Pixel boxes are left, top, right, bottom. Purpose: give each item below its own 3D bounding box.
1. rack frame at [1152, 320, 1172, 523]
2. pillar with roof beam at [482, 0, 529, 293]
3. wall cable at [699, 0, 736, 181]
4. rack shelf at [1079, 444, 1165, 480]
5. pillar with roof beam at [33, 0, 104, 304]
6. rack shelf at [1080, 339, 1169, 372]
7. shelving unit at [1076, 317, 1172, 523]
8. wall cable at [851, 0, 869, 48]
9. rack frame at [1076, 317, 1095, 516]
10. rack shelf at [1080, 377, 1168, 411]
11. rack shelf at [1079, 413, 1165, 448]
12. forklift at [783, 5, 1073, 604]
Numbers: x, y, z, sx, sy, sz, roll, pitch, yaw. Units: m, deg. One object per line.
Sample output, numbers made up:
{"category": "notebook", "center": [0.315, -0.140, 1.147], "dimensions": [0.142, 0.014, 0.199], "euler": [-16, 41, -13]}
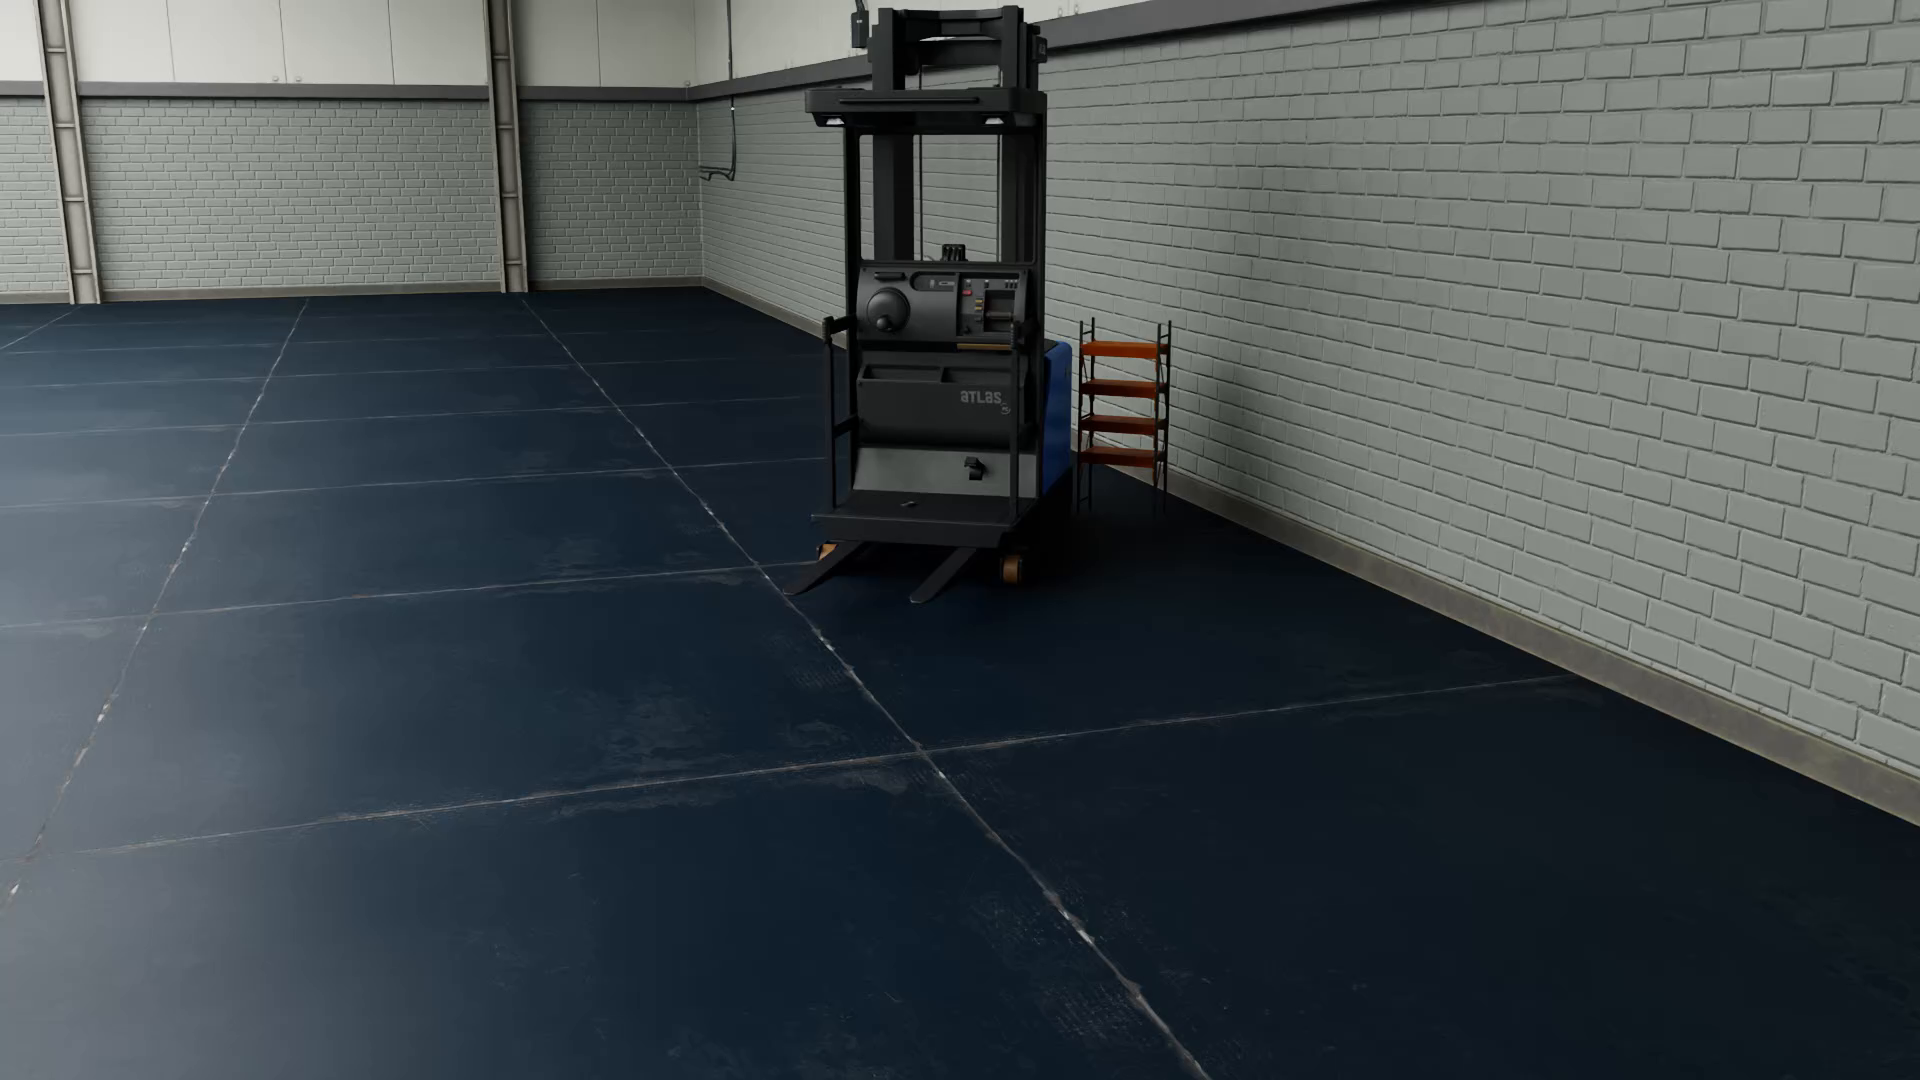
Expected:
{"category": "rack frame", "center": [1.222, -0.716, 10.059], "dimensions": [0.015, 1.200, 0.240], "euler": [6, 15, 23]}
{"category": "pillar with roof beam", "center": [-5.573, -7.309, 20.923], "dimensions": [0.400, 9.000, 9.100], "euler": [-4, 14, -18]}
{"category": "wall cable", "center": [-3.732, -6.670, 24.947], "dimensions": [0.112, 2.526, 3.097], "euler": [-4, 14, -18]}
{"category": "rack shelf", "center": [0.998, -0.480, 10.216], "dimensions": [0.480, 0.148, 0.258], "euler": [6, 15, 23]}
{"category": "pillar with roof beam", "center": [-11.259, -6.866, 19.062], "dimensions": [0.400, 9.000, 9.100], "euler": [-4, 14, -18]}
{"category": "rack shelf", "center": [0.998, -1.121, 10.063], "dimensions": [0.480, 0.148, 0.258], "euler": [6, 15, 23]}
{"category": "shelving unit", "center": [0.998, -0.738, 10.154], "dimensions": [0.503, 1.200, 0.258], "euler": [6, 15, 23]}
{"category": "wall cable", "center": [-0.719, -7.752, 15.436], "dimensions": [0.169, 6.003, 2.305], "euler": [-4, 14, -18]}
{"category": "rack frame", "center": [0.775, -0.761, 10.249], "dimensions": [0.015, 1.200, 0.240], "euler": [6, 15, 23]}
{"category": "rack shelf", "center": [0.998, -0.891, 10.118], "dimensions": [0.480, 0.148, 0.258], "euler": [6, 15, 23]}
{"category": "rack shelf", "center": [0.998, -0.673, 10.170], "dimensions": [0.480, 0.148, 0.258], "euler": [6, 15, 23]}
{"category": "forklift", "center": [-0.142, -1.286, 8.714], "dimensions": [1.130, 2.935, 3.031], "euler": [3, 14, 13]}
